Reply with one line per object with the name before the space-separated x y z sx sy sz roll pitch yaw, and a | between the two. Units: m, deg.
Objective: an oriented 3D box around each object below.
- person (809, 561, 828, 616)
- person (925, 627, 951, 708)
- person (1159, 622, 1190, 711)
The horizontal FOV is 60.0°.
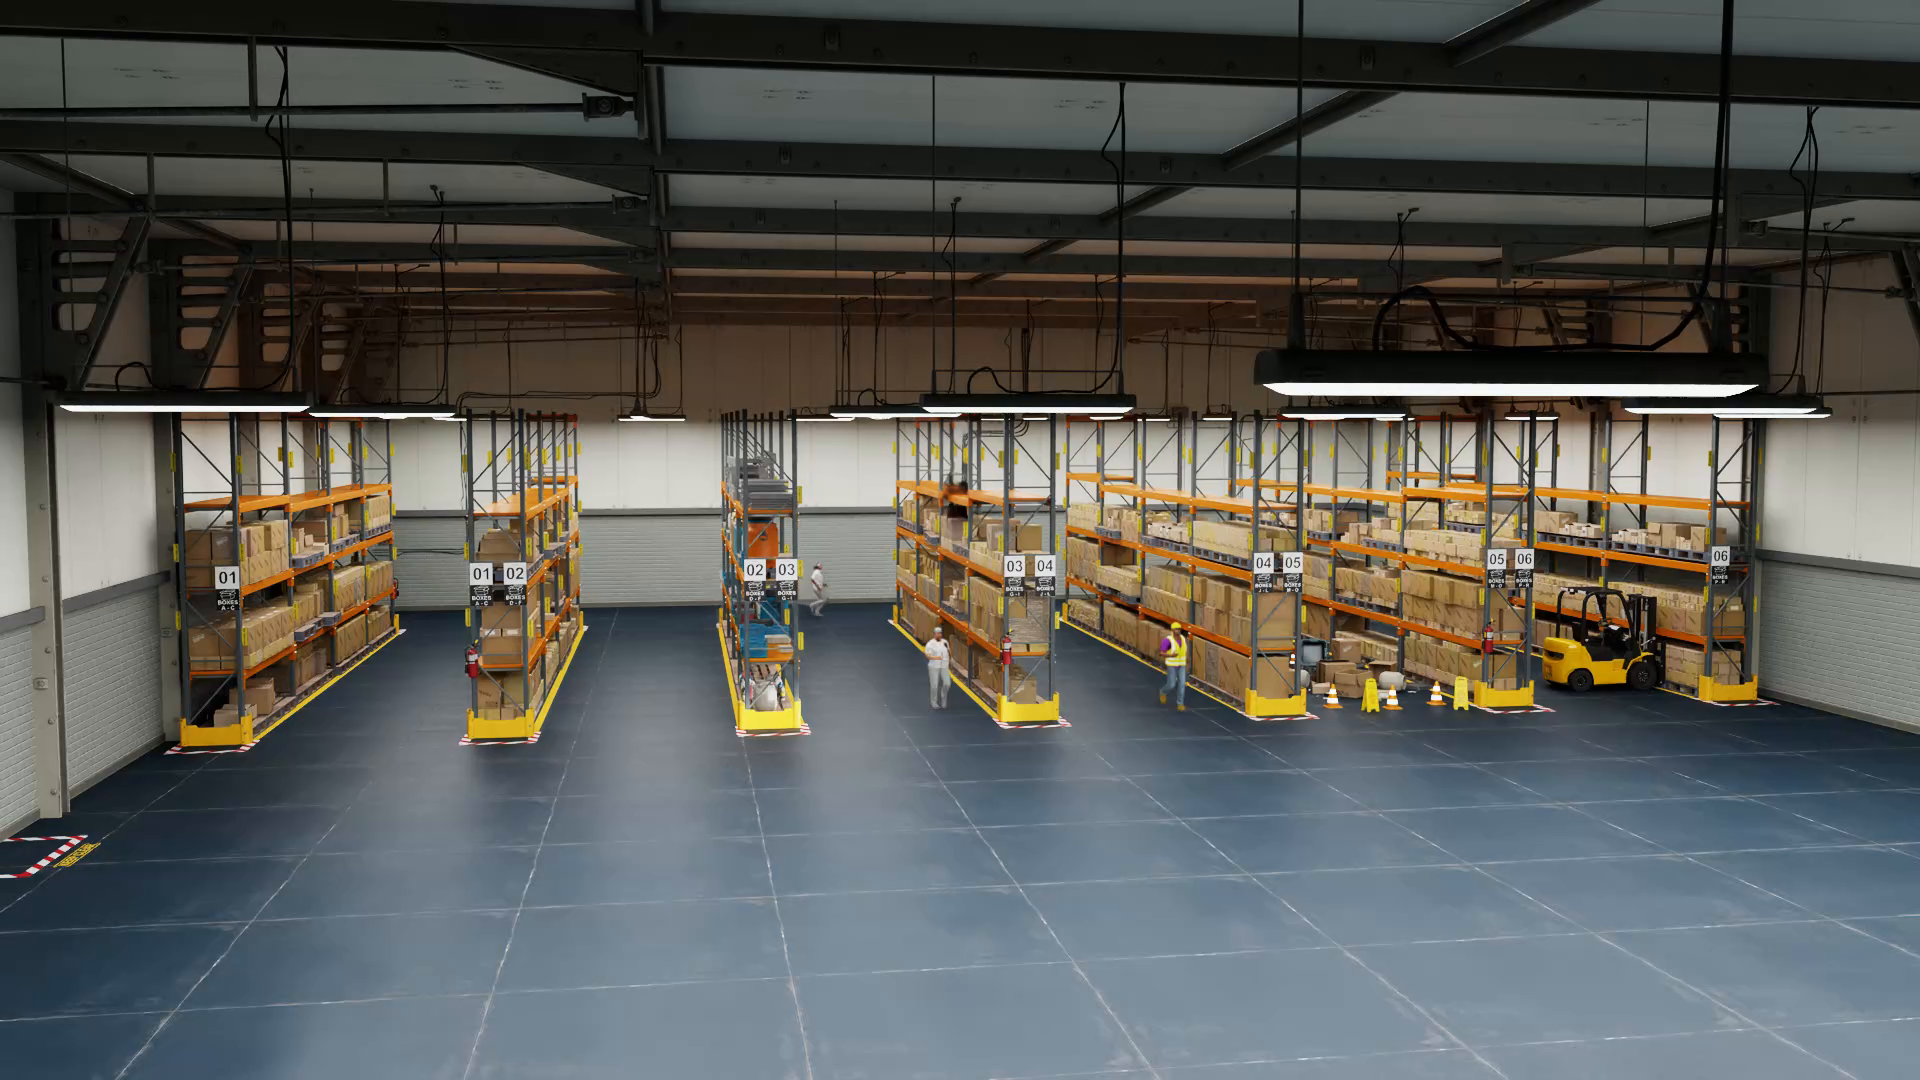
person | -4.211 1.450 49.516 0.558 1.657 0.574 0 4 -4
person | -0.411 2.567 33.377 0.584 1.640 0.639 -1 4 -16
person | 4.302 2.514 33.329 0.724 1.749 0.864 -2 4 -23
